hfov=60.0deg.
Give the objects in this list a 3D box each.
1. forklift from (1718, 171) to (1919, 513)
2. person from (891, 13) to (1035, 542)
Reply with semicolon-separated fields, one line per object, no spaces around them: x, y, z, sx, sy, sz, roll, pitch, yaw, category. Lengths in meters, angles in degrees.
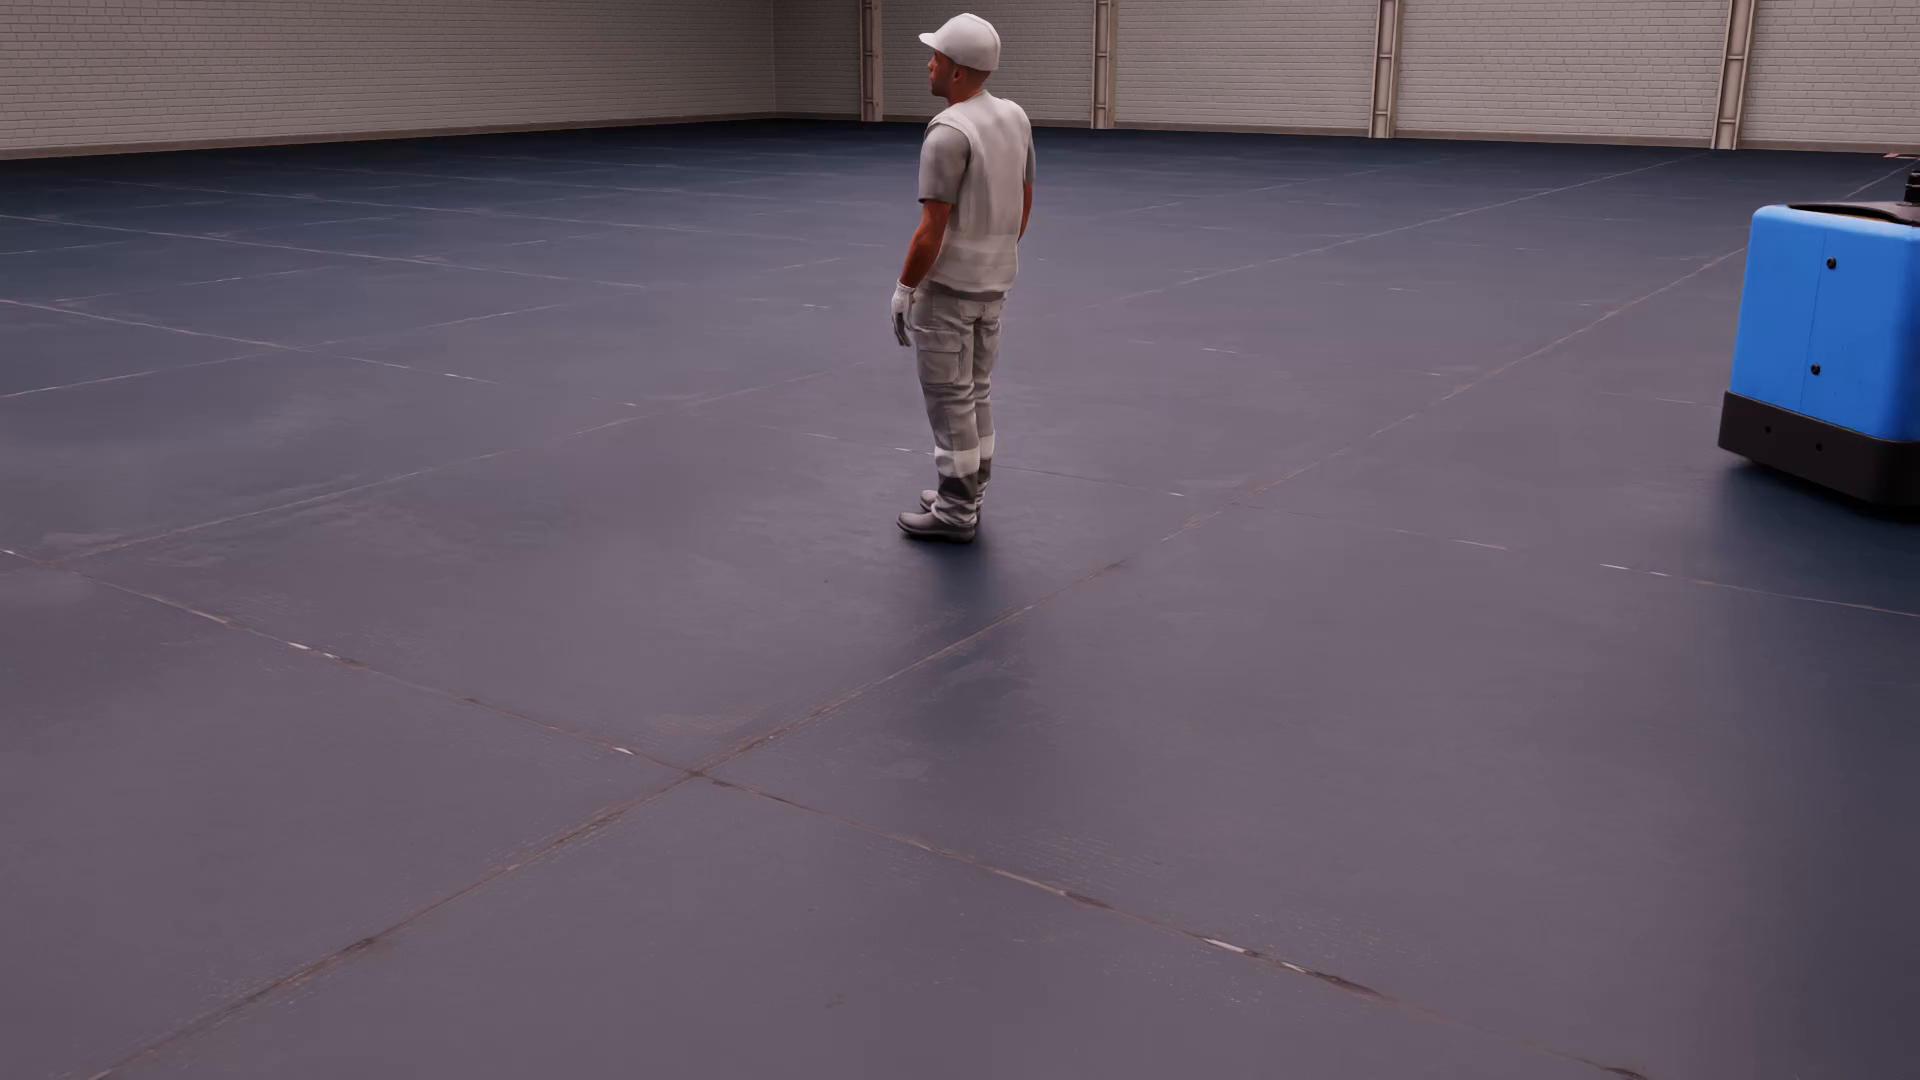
4.766;-1.683;6.461;3.031;2.935;1.130;-3;17;-11;forklift
-0.059;-0.880;5.743;0.564;1.787;0.637;11;20;33;person
